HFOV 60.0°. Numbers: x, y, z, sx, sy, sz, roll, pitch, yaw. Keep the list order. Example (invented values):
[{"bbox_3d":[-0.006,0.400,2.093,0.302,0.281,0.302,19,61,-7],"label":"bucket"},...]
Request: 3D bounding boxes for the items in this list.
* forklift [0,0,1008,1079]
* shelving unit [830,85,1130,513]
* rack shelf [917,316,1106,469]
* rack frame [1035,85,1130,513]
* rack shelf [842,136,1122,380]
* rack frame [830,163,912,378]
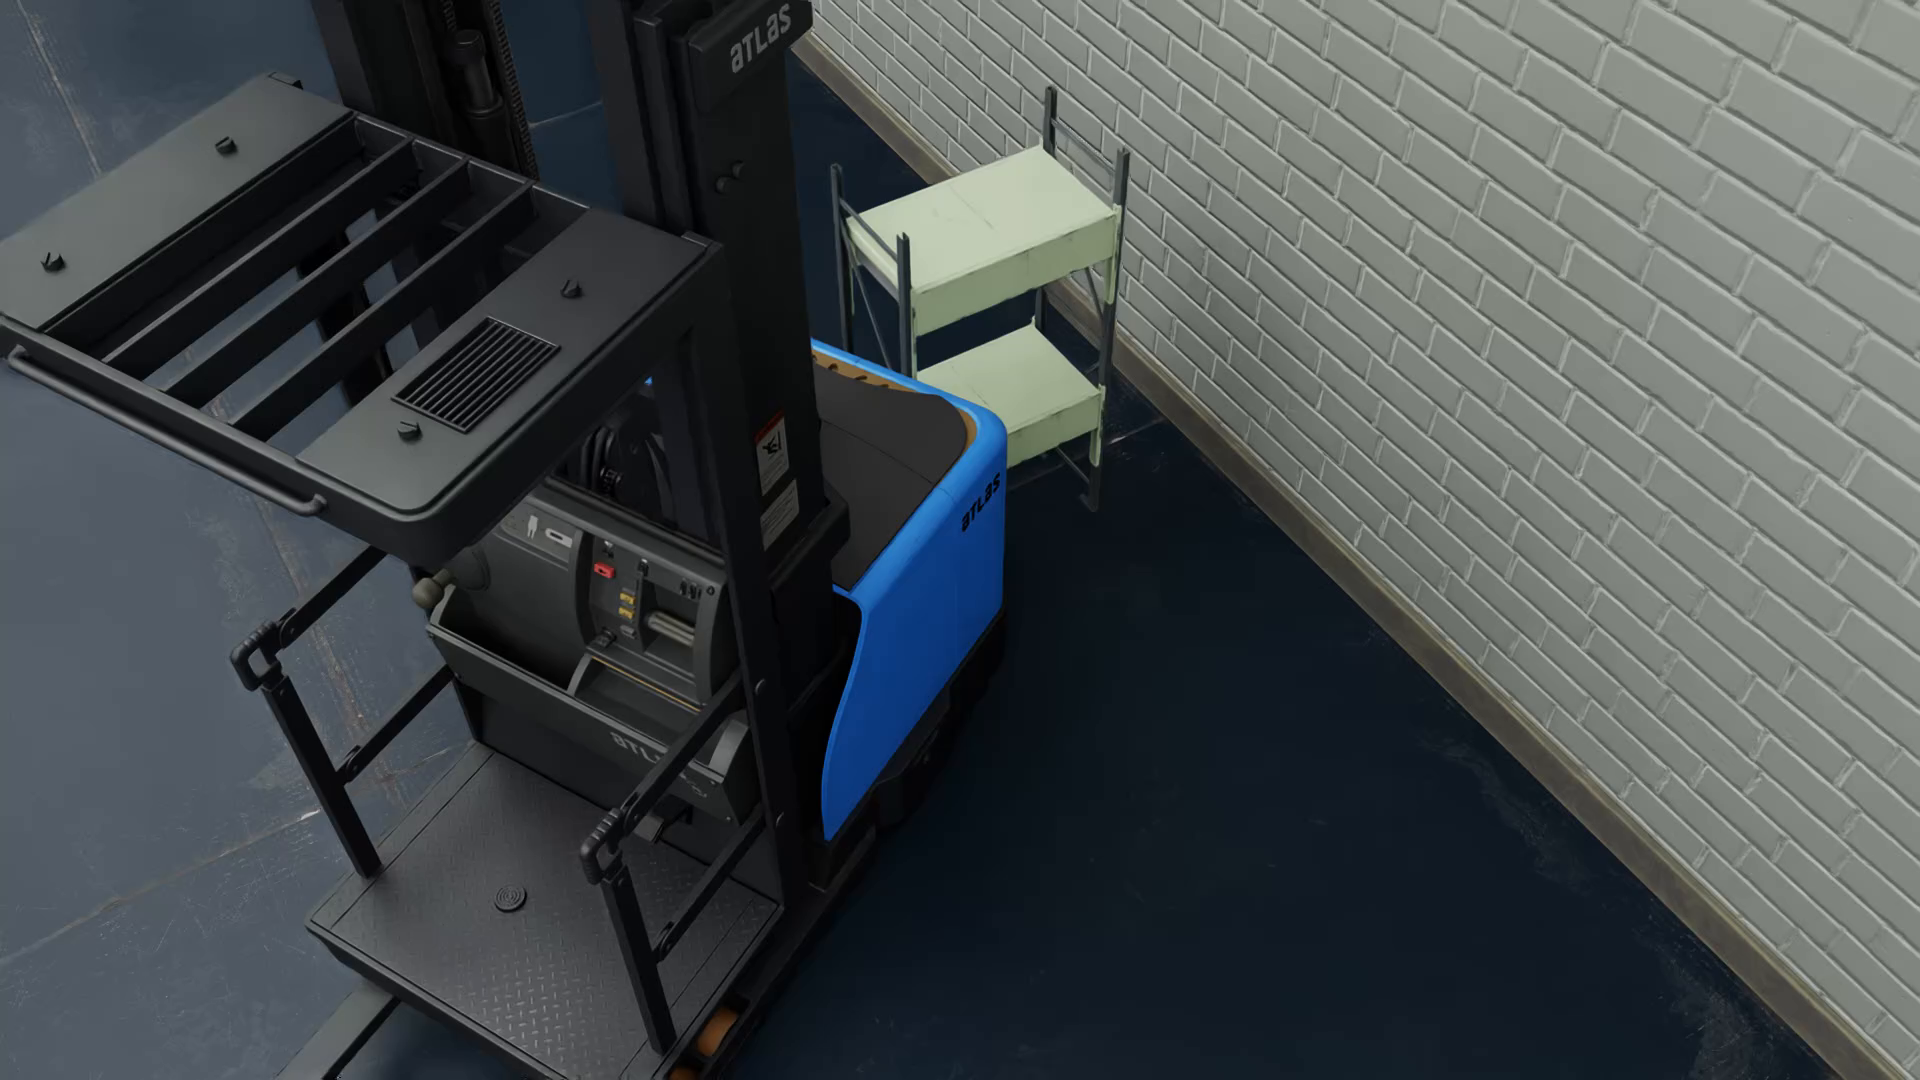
[{"bbox_3d":[-1.030,0.165,3.640,1.130,2.935,3.031,24,52,20],"label":"forklift"},{"bbox_3d":[0.059,-0.579,5.261,0.755,1.500,0.431,-25,53,-21],"label":"shelving unit"},{"bbox_3d":[0.059,-0.362,5.505,0.720,0.370,0.431,-25,53,-21],"label":"rack shelf"},{"bbox_3d":[0.369,-0.725,5.391,0.023,1.500,0.400,-25,53,-21],"label":"rack frame"},{"bbox_3d":[0.059,-0.838,4.970,0.720,0.370,0.431,-25,53,-21],"label":"rack shelf"},{"bbox_3d":[-0.251,-0.433,5.131,0.023,1.500,0.400,-25,53,-21],"label":"rack frame"}]
